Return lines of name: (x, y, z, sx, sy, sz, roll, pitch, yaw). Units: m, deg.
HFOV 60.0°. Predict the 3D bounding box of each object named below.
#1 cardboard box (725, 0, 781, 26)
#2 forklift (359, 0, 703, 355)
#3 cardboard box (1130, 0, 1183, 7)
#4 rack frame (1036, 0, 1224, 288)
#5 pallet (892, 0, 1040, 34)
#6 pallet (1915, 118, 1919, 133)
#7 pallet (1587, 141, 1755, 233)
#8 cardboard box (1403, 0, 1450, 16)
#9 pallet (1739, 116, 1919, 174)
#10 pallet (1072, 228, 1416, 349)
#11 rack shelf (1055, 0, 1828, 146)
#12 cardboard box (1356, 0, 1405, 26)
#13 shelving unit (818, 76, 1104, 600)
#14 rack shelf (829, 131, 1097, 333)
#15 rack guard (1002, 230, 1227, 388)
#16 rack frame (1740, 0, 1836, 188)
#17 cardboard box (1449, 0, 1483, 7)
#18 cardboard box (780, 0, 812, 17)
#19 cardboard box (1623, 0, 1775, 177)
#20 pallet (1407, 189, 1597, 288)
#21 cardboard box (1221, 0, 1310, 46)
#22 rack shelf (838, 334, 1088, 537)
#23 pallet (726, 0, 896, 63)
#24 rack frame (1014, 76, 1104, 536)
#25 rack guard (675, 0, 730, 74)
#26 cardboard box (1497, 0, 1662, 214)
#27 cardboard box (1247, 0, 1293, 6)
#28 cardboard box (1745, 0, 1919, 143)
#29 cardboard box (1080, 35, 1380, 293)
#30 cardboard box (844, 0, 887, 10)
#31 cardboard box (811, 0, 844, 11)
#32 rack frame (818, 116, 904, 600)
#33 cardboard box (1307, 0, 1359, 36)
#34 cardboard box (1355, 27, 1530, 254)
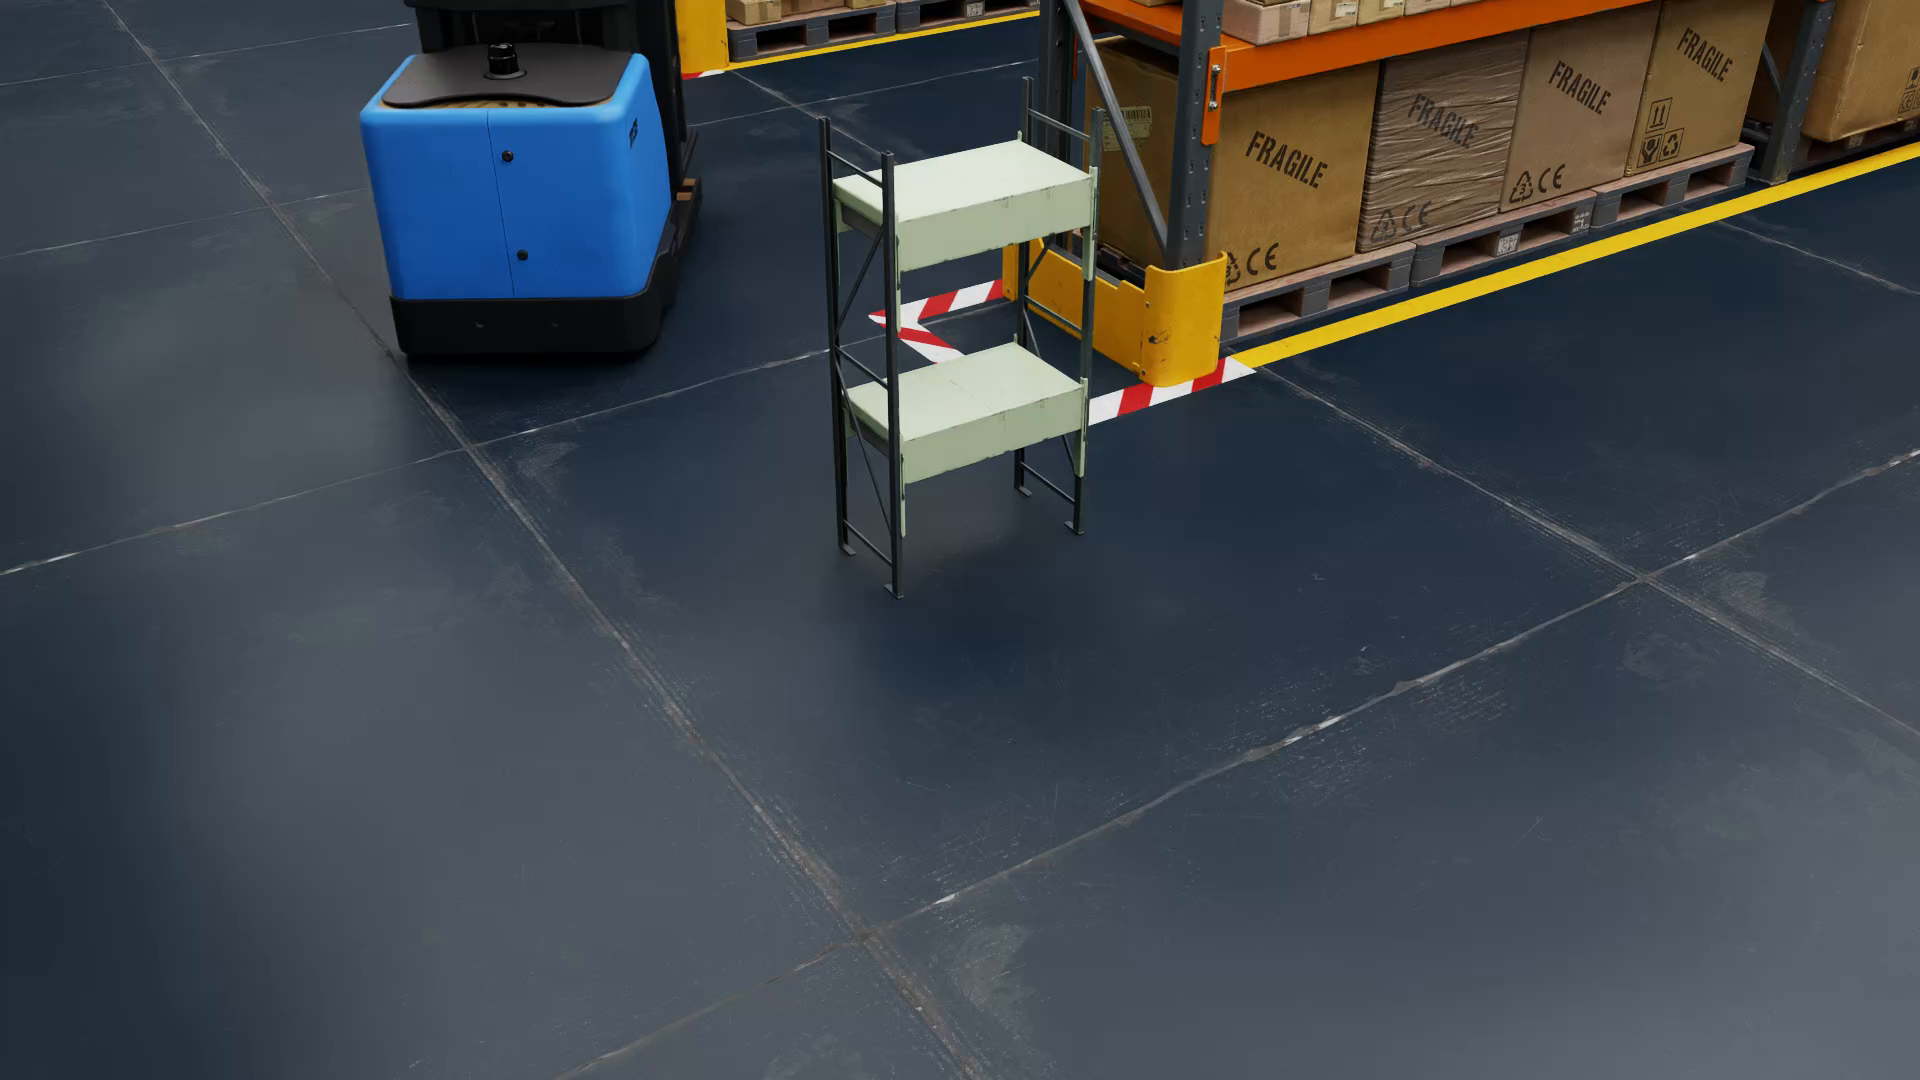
cardboard box: (-1.341, -3.423, 10.644, 0.250, 0.149, 0.380, -18, 37, -26)
forklift: (-1.847, -2.751, 7.364, 1.130, 2.935, 3.031, -1, 32, -2)
cardboard box: (0.768, -2.335, 6.875, 0.250, 0.149, 0.380, -18, 37, -26)
rack frame: (0.647, -2.190, 6.411, 0.127, 3.000, 1.000, -19, 37, -27)
pallet: (-0.165, -3.856, 11.665, 1.213, 0.211, 1.003, -19, 37, -27)
pallet: (5.643, -2.779, 9.957, 1.213, 0.211, 1.003, -19, 37, -27)
pallet: (3.328, -1.982, 8.695, 1.213, 0.211, 1.003, -19, 37, -27)
cardboard box: (1.773, -2.264, 6.762, 0.250, 0.149, 0.380, -20, 37, -28)
pallet: (4.617, -2.424, 9.395, 1.213, 0.211, 1.003, -19, 37, -27)
pallet: (1.277, -1.277, 7.577, 1.213, 0.211, 1.003, -19, 37, -27)
rack shelf: (2.328, -2.464, 7.519, 4.000, 0.370, 1.077, -19, 37, -27)
cardboard box: (1.554, -2.188, 6.642, 0.250, 0.149, 0.380, -20, 37, -28)
shelving unit: (0.006, -0.636, 5.353, 0.755, 1.500, 0.431, -19, 37, -27)
rack shelf: (0.006, -0.966, 5.145, 0.720, 0.370, 0.431, -19, 37, -27)
rack guard: (0.627, -1.126, 7.067, 0.348, 0.500, 1.175, -19, 37, -27)
rack frame: (4.009, -3.347, 8.244, 0.127, 3.000, 1.000, -19, 37, -27)
cardboard box: (1.987, -2.337, 6.878, 0.250, 0.149, 0.380, -20, 37, -28)
cardboard box: (-1.166, -3.536, 10.822, 0.250, 0.149, 0.380, -19, 37, -27)
cardboard box: (3.411, -2.471, 8.453, 0.875, 0.875, 0.875, -19, 37, -27)
pallet: (2.301, -1.628, 8.132, 1.213, 0.211, 1.003, -19, 37, -27)
cardboard box: (1.124, -2.039, 6.406, 0.250, 0.149, 0.380, -19, 37, -27)
rack shelf: (0.006, -0.361, 5.527, 0.720, 0.370, 0.431, -19, 37, -27)
pallet: (-1.189, -3.505, 11.109, 1.213, 0.211, 1.003, -19, 37, -27)
rack frame: (0.313, -0.742, 5.521, 0.023, 1.500, 0.400, -19, 37, -27)
rack guard: (-1.891, -3.408, 10.685, 0.348, 0.500, 1.175, -19, 37, -27)
cardboard box: (2.655, -2.210, 8.041, 0.875, 0.875, 0.875, -19, 37, -27)
cardboard box: (1.197, -2.270, 6.399, 0.500, 0.250, 0.500, -20, 37, -28)
cardboard box: (4.536, -2.820, 9.006, 0.875, 0.875, 1.225, -19, 37, -27)
cardboard box: (1.142, -1.690, 7.216, 0.875, 0.875, 0.875, -19, 37, -27)
cardboard box: (-0.687, -3.635, 10.980, 0.250, 0.149, 0.380, -18, 37, -27)
cardboard box: (-0.961, -3.611, 10.941, 0.250, 0.149, 0.380, -19, 37, -27)
rack frame: (-0.302, -0.530, 5.185, 0.023, 1.500, 0.400, -19, 37, -27)
cardboard box: (1.339, -2.113, 6.524, 0.250, 0.149, 0.380, -20, 37, -28)
cardboard box: (1.907, -1.953, 7.633, 0.875, 0.875, 0.875, -19, 37, -27)
